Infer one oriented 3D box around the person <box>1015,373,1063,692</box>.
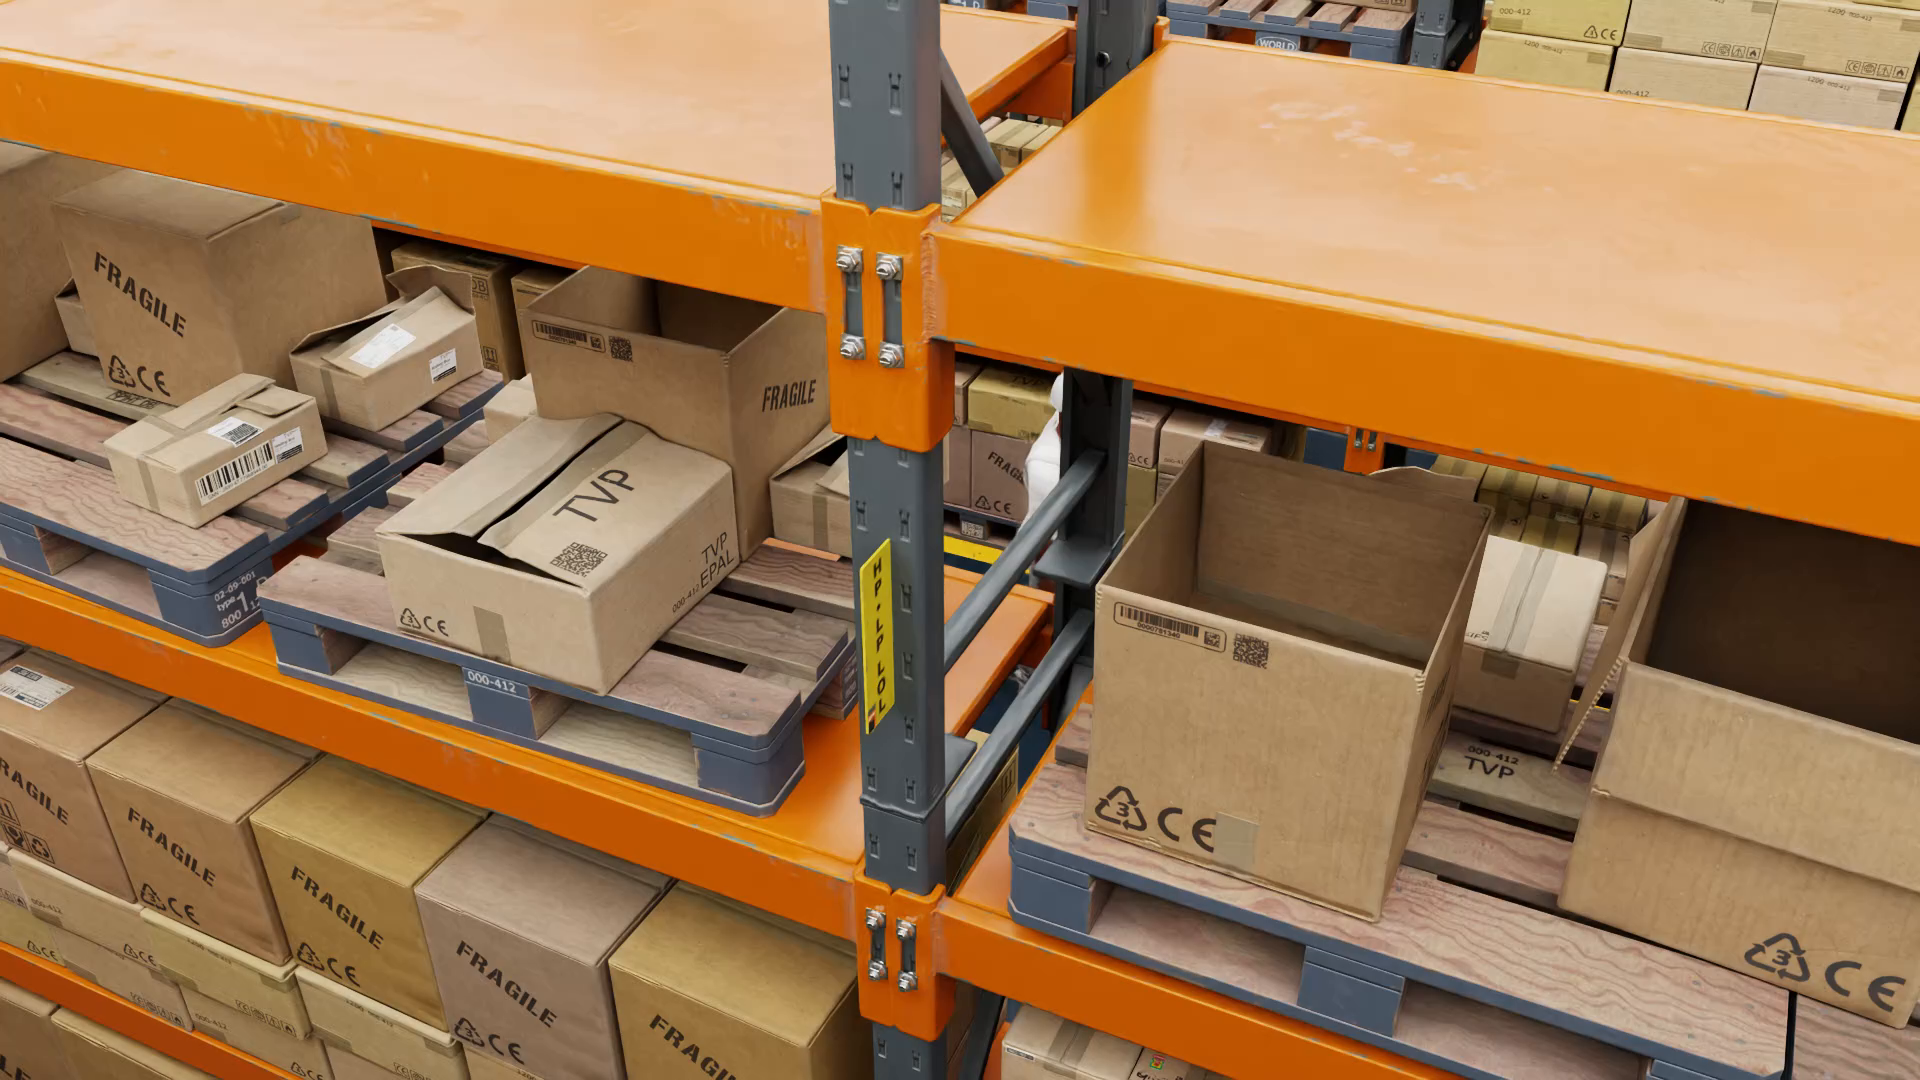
[{"bbox_3d":[0.444,0.013,7.398,0.474,1.756,0.615,14,36,21],"label":"person"}]
